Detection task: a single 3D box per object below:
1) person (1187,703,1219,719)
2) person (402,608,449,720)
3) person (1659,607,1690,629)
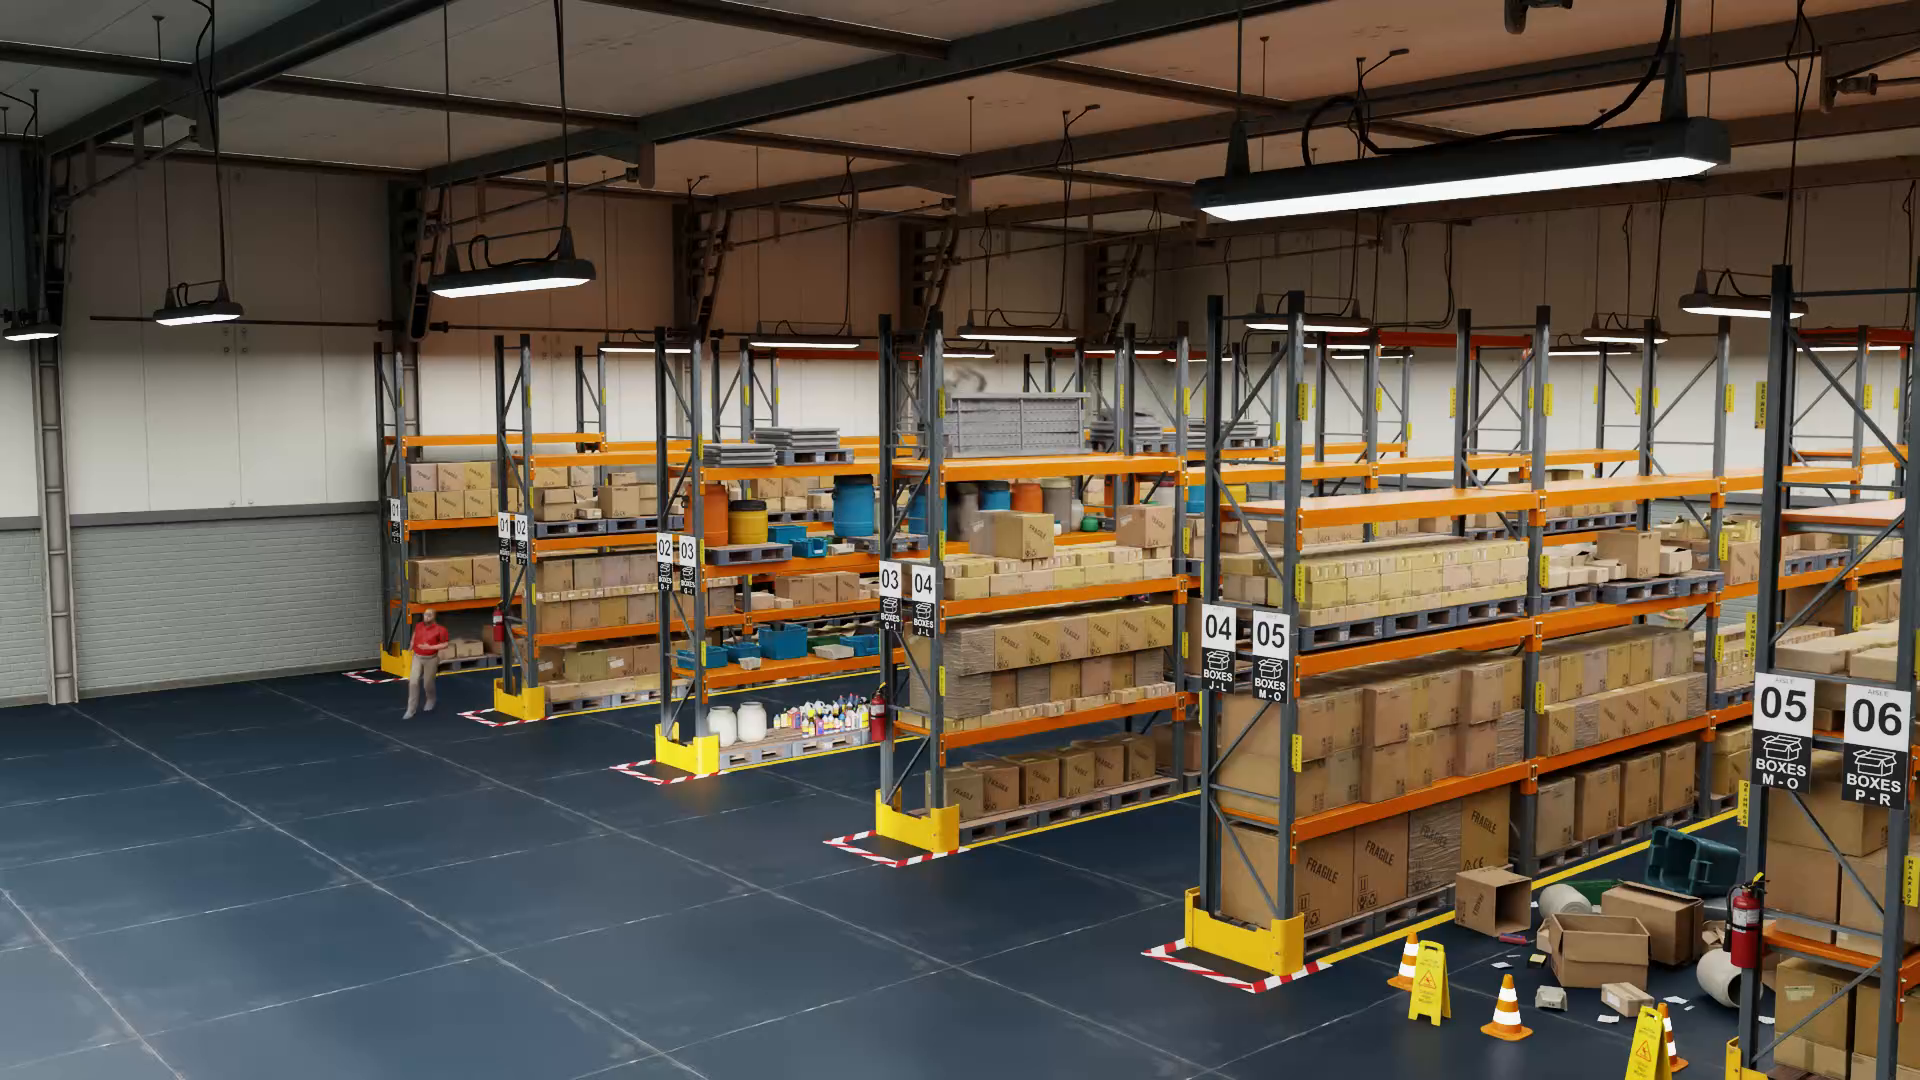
[{"bbox_3d":[3.577,1.785,24.593,0.800,1.750,0.545,-4,7,-39],"label":"person"},{"bbox_3d":[-8.385,1.939,26.313,0.676,1.744,0.878,1,5,6],"label":"person"},{"bbox_3d":[12.832,1.633,29.861,0.592,1.684,0.633,-1,5,-9],"label":"person"}]
